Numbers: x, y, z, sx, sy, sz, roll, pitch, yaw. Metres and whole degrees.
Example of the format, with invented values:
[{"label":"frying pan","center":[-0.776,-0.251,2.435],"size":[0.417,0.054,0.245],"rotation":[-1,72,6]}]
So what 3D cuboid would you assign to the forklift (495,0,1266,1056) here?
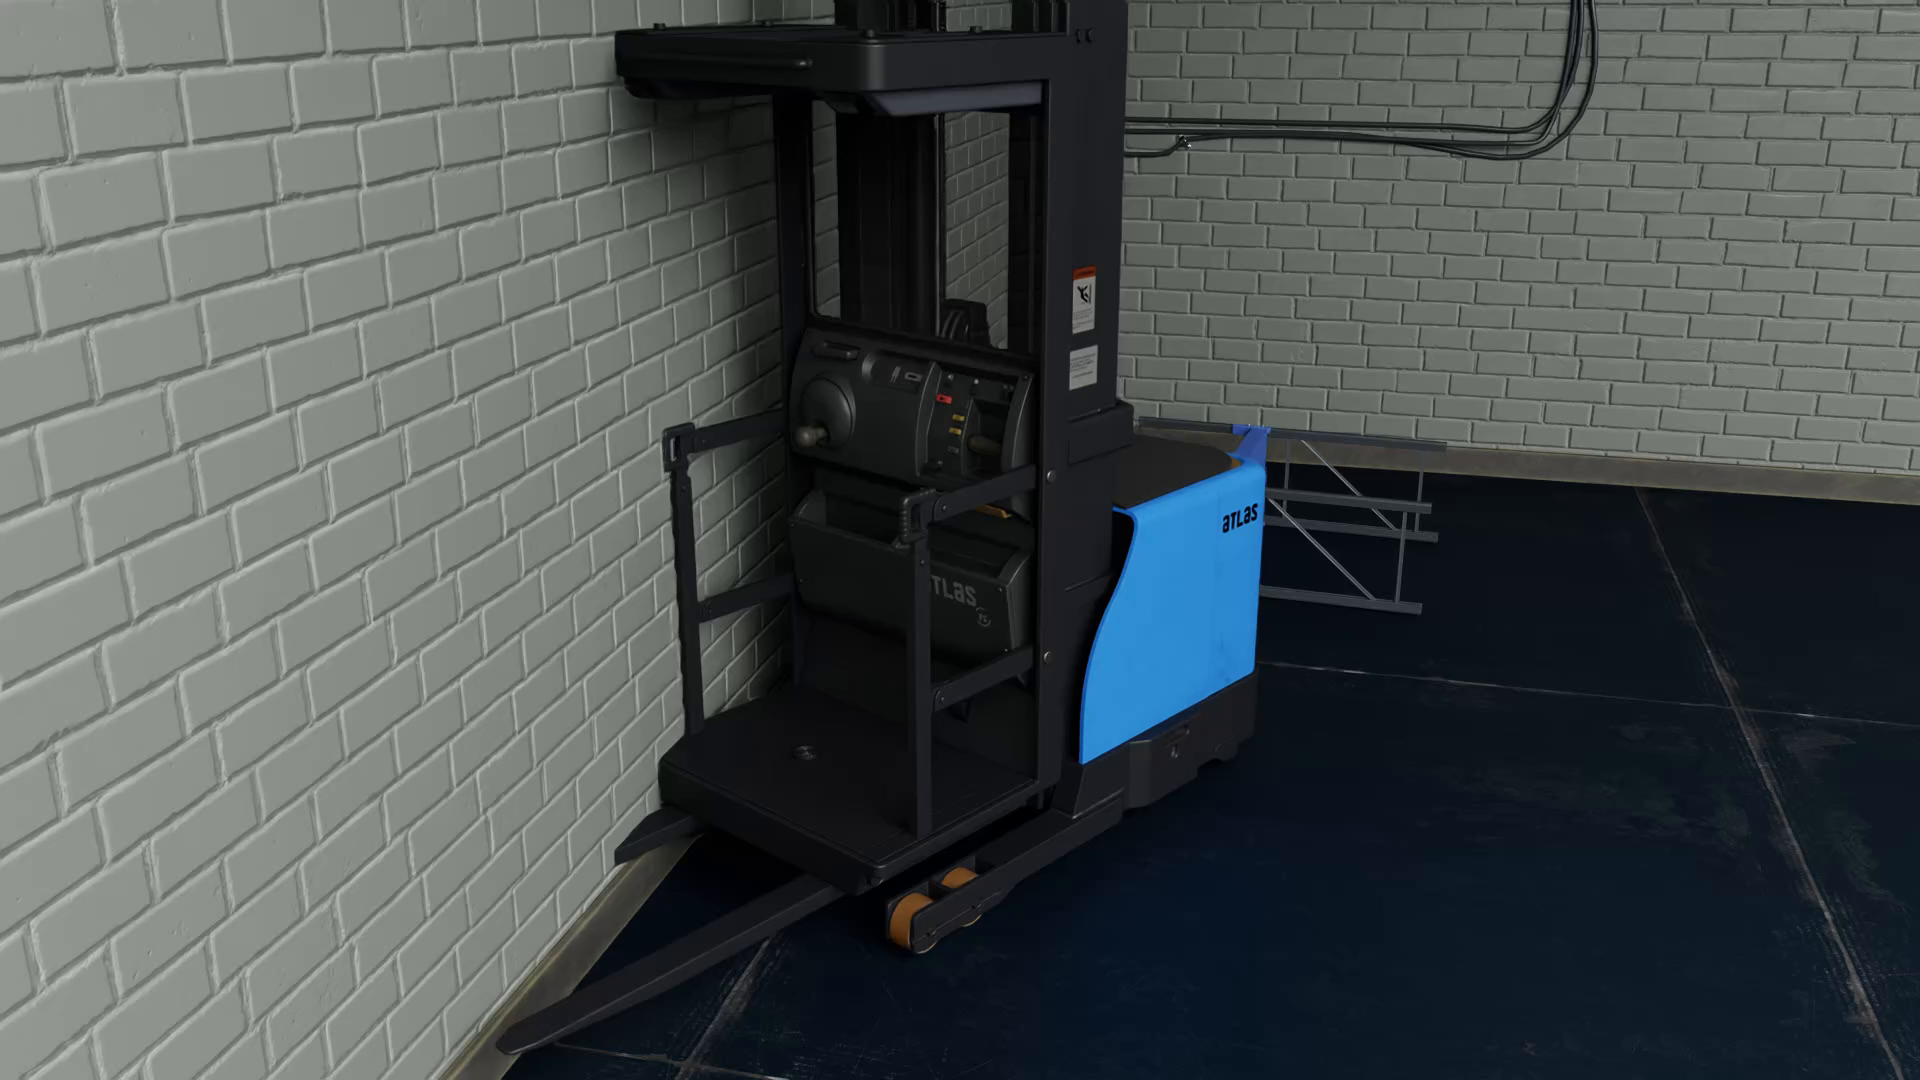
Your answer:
[{"label":"forklift","center":[-0.302,-0.394,4.807],"size":[1.130,2.935,3.031],"rotation":[16,25,39]}]

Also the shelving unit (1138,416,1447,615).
[{"label":"shelving unit","center":[1.451,-0.151,7.798],"size":[1.500,0.538,1.048],"rotation":[6,20,18]}]

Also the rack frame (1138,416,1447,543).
[{"label":"rack frame","center":[1.617,-0.307,8.252],"size":[1.500,0.500,0.032],"rotation":[6,20,18]}]

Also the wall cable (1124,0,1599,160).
[{"label":"wall cable","center":[1.729,-3.230,8.527],"size":[3.097,2.526,0.112],"rotation":[5,19,13]}]

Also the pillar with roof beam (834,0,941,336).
[{"label":"pillar with roof beam","center":[3.902,-3.541,4.632],"size":[9.100,9.000,0.400],"rotation":[5,19,13]}]

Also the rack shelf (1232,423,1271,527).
[{"label":"rack shelf","center":[1.281,-0.170,7.853],"size":[0.185,0.538,1.000],"rotation":[6,20,18]}]

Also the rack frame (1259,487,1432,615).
[{"label":"rack frame","center":[1.285,0.004,7.343],"size":[1.500,0.500,0.032],"rotation":[6,20,18]}]
